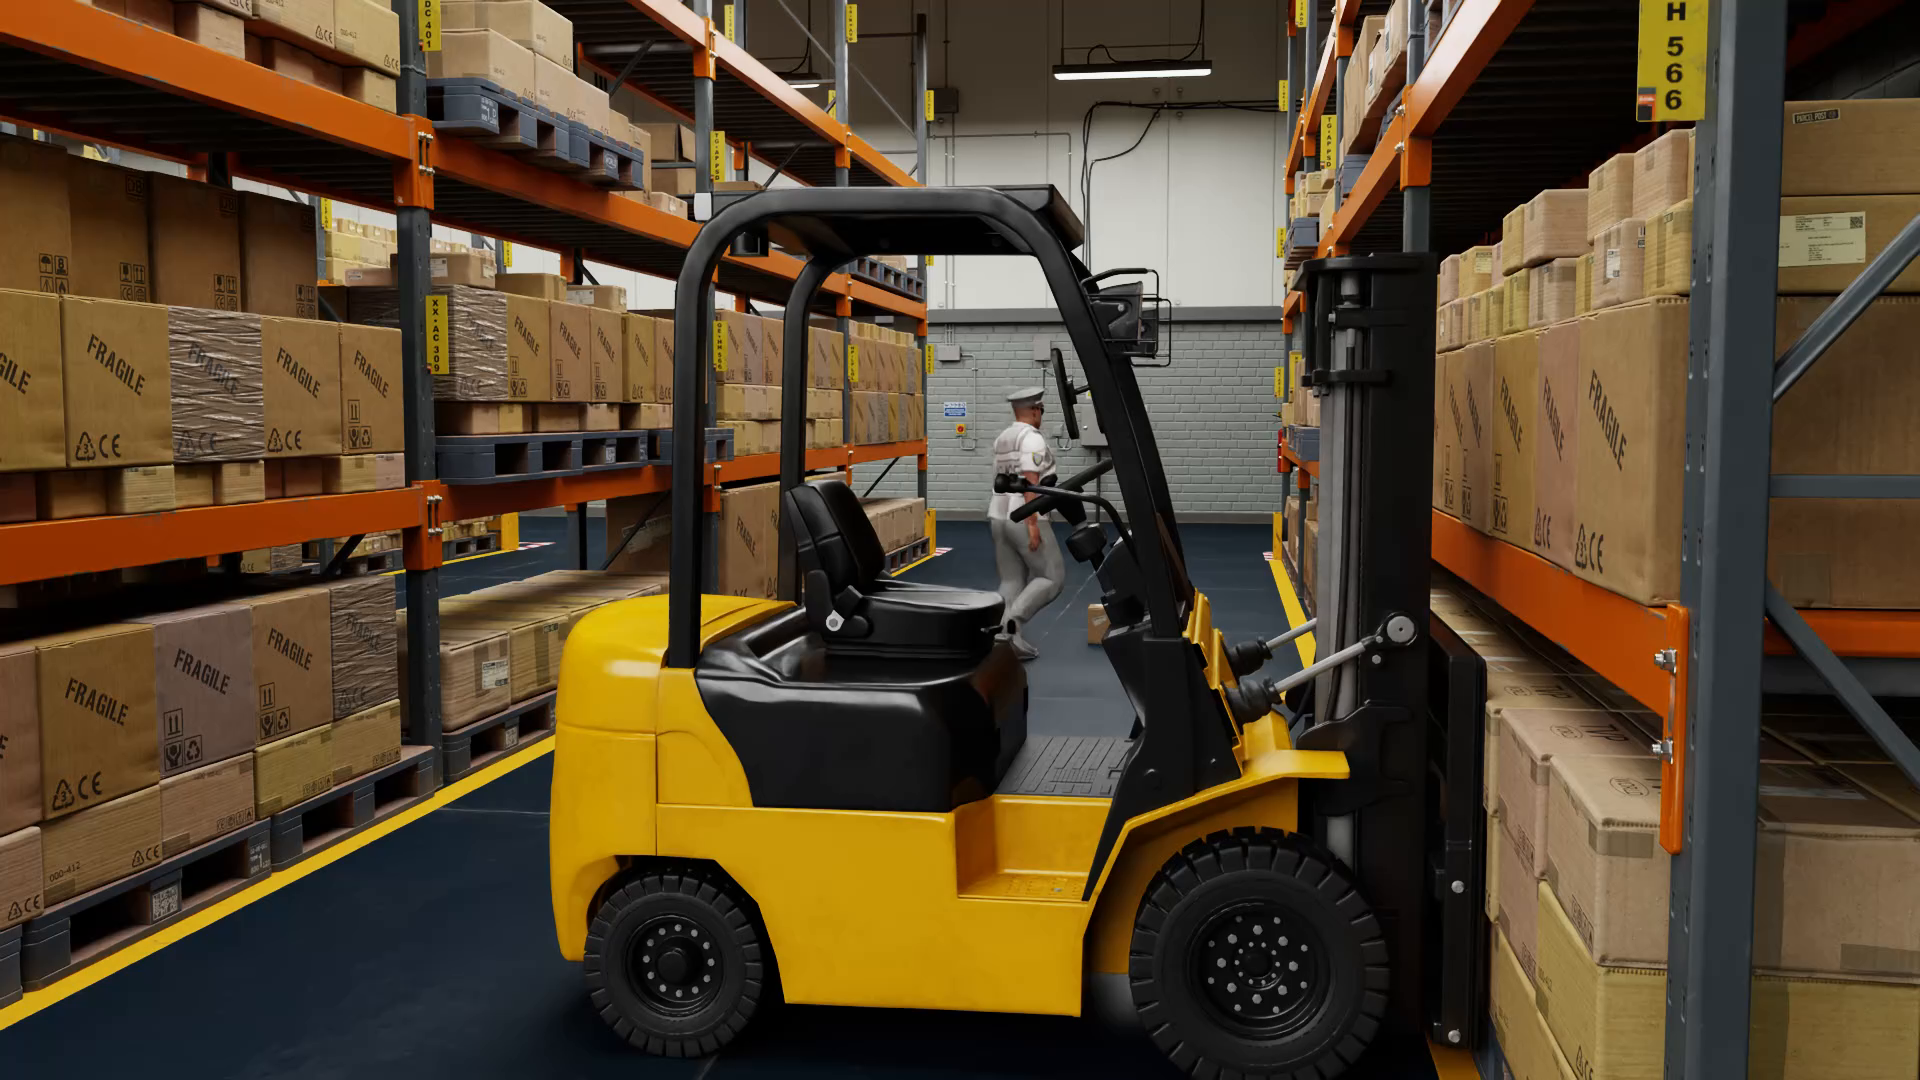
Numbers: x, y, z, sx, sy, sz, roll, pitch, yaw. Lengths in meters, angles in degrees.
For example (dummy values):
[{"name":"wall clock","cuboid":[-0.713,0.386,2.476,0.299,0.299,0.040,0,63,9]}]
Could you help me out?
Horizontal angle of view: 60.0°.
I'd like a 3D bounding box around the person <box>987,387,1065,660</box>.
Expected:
[{"name":"person","cuboid":[0.362,-0.102,10.669,0.526,1.755,0.593,-3,5,-30]}]
